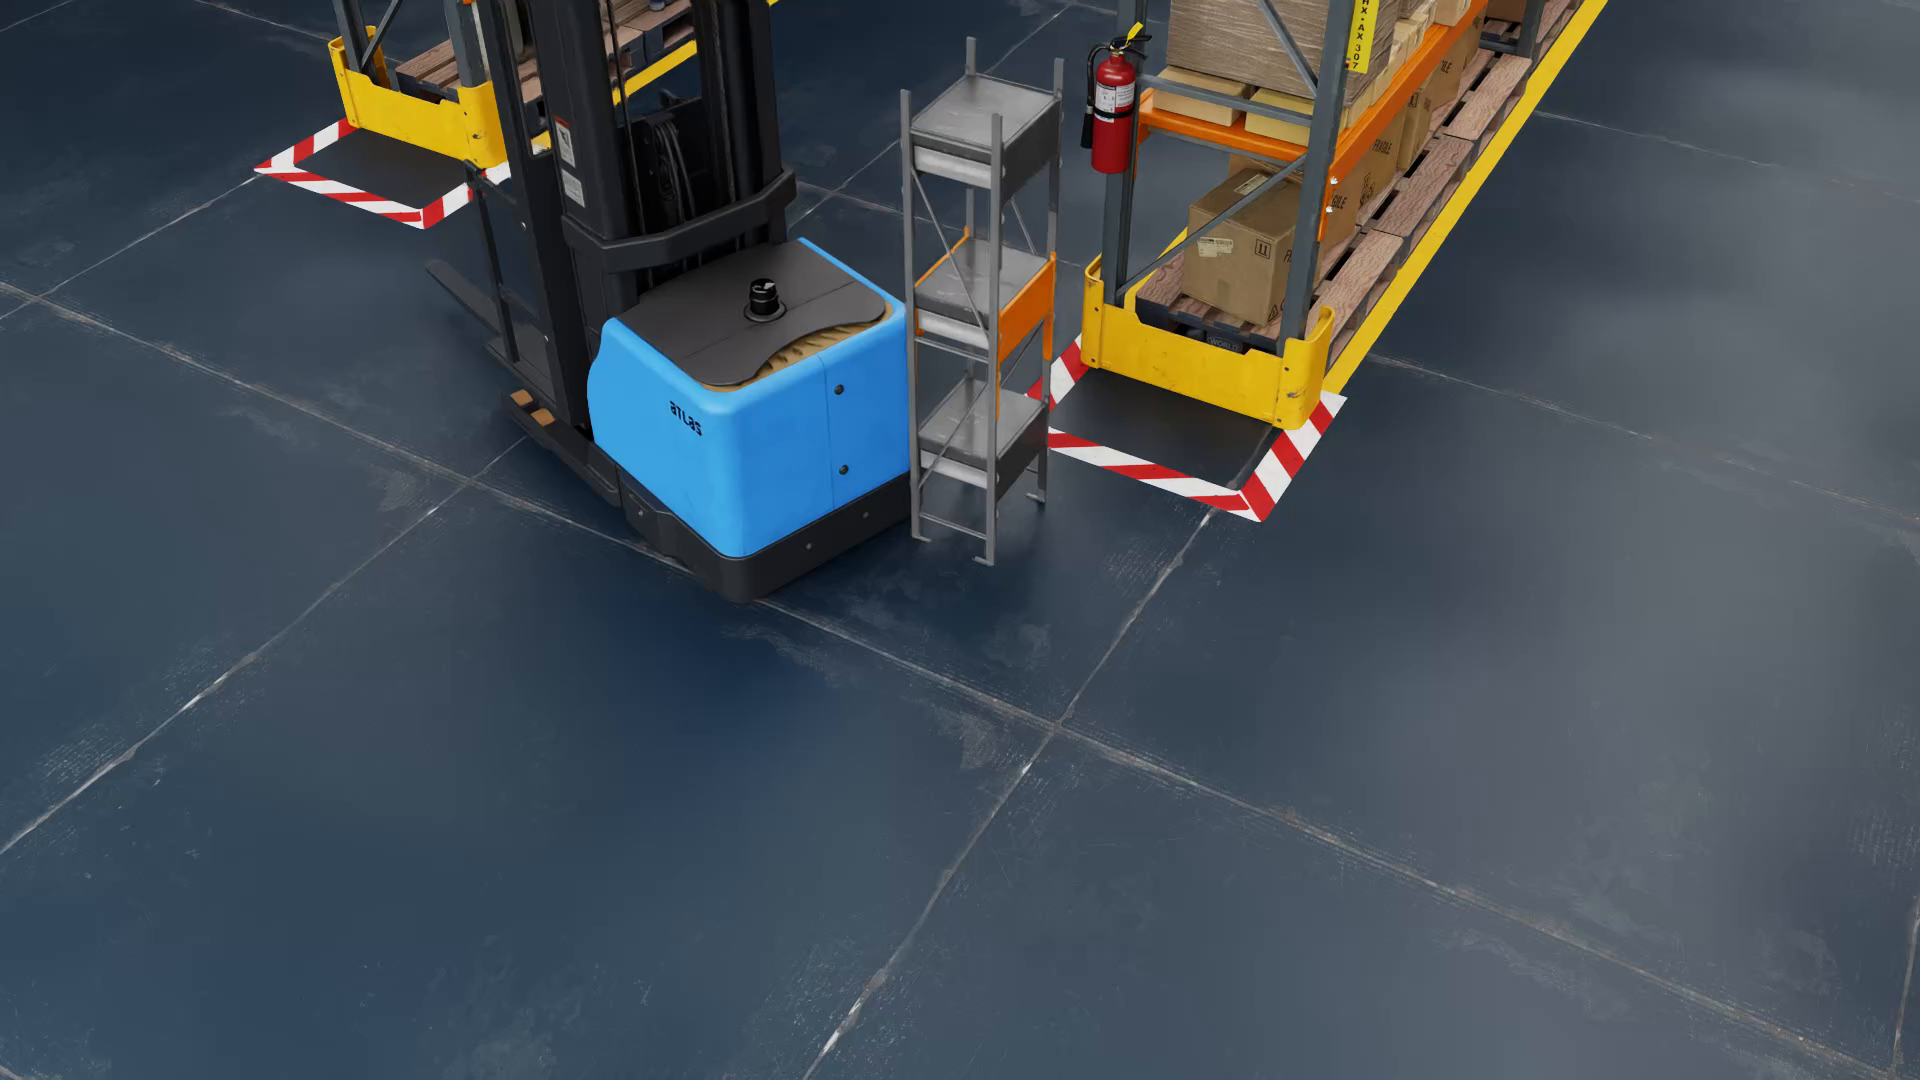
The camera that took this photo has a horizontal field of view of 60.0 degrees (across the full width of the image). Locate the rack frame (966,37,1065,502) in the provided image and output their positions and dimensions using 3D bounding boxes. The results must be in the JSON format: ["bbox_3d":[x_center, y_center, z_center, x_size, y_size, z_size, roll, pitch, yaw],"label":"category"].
[{"bbox_3d":[0.204,-1.023,6.822,0.400,2.100,0.015,20,45,21],"label":"rack frame"}]

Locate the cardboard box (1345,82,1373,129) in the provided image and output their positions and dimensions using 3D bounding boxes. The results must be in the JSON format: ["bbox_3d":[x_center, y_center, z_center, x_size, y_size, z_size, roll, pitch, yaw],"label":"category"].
[{"bbox_3d":[1.619,-2.001,7.443,0.380,0.149,0.250,21,45,22],"label":"cardboard box"}]

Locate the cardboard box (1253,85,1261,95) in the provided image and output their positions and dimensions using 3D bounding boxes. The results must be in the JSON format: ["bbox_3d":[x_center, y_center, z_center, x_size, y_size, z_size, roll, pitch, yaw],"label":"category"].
[{"bbox_3d":[1.217,-2.154,7.617,0.380,0.149,0.250,21,45,22],"label":"cardboard box"}]

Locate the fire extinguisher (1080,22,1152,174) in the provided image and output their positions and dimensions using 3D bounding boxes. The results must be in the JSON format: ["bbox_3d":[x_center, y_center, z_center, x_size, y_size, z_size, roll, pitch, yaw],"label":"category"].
[{"bbox_3d":[0.672,-1.932,7.233,0.296,0.674,0.183,21,45,22],"label":"fire extinguisher"}]

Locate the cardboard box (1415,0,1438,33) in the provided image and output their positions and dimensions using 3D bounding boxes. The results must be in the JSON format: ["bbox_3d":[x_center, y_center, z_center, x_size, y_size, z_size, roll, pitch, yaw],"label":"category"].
[{"bbox_3d":[2.097,-2.582,8.102,0.380,0.149,0.250,21,45,22],"label":"cardboard box"}]

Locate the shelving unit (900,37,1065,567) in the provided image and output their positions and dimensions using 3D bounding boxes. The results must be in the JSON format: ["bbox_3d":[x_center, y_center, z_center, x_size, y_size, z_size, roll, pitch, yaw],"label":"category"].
[{"bbox_3d":[0.086,-0.882,6.662,0.431,2.100,0.503,20,45,21],"label":"shelving unit"}]

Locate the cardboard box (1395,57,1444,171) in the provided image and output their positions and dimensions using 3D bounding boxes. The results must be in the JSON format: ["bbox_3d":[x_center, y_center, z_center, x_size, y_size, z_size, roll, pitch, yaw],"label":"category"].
[{"bbox_3d":[2.372,-2.456,9.343,0.500,0.500,0.500,17,44,18],"label":"cardboard box"}]

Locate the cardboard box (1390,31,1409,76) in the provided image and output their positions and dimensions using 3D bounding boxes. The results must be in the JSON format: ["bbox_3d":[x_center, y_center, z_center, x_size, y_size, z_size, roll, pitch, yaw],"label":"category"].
[{"bbox_3d":[1.864,-2.289,7.770,0.380,0.149,0.250,21,45,22],"label":"cardboard box"}]

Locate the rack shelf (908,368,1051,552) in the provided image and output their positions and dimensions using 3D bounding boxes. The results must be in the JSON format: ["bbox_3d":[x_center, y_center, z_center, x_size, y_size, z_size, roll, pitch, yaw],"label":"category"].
[{"bbox_3d":[0.087,-0.346,7.134,0.431,0.518,0.480,20,45,21],"label":"rack shelf"}]

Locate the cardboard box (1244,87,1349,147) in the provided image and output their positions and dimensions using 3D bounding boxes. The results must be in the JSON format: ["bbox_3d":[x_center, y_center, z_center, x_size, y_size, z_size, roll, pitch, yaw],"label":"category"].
[{"bbox_3d":[1.477,-1.865,7.288,0.380,0.149,0.250,21,45,22],"label":"cardboard box"}]

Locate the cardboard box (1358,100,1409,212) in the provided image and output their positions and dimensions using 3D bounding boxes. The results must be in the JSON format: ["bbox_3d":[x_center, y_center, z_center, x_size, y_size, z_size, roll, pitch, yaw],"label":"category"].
[{"bbox_3d":[2.054,-2.151,8.997,0.500,0.500,0.500,25,47,26],"label":"cardboard box"}]

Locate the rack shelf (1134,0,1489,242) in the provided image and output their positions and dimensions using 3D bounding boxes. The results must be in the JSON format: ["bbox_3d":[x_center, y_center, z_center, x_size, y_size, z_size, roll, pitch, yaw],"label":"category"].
[{"bbox_3d":[2.129,-2.749,8.646,1.077,0.370,4.000,21,45,22],"label":"rack shelf"}]

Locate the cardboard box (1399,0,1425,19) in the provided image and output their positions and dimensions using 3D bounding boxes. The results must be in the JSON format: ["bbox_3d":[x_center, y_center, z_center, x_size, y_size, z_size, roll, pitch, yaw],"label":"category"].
[{"bbox_3d":[1.861,-2.927,8.003,0.875,0.500,0.500,21,45,22],"label":"cardboard box"}]

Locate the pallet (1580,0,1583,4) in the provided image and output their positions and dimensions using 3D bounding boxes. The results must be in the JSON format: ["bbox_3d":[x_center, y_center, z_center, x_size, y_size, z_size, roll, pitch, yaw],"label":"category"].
[{"bbox_3d":[4.127,-4.264,11.932,1.003,0.211,1.213,21,45,22],"label":"pallet"}]

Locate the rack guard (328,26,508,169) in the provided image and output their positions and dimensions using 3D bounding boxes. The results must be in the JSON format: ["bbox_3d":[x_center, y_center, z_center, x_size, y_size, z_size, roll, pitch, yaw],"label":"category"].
[{"bbox_3d":[-3.163,-2.634,9.862,1.175,0.500,0.348,21,45,22],"label":"rack guard"}]

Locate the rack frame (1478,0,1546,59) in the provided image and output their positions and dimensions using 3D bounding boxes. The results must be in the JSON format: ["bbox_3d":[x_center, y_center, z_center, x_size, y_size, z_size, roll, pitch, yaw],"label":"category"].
[{"bbox_3d":[3.129,-4.163,9.708,1.000,3.000,0.127,21,45,22],"label":"rack frame"}]

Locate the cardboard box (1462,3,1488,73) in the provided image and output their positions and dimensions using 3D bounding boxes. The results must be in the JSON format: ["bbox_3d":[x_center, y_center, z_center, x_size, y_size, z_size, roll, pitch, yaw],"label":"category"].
[{"bbox_3d":[2.895,-3.167,10.151,0.500,0.500,0.500,20,45,21],"label":"cardboard box"}]

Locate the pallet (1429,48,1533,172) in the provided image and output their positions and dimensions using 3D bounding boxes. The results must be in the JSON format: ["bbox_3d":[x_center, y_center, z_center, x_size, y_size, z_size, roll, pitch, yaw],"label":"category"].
[{"bbox_3d":[2.824,-2.721,10.180,1.003,0.211,1.213,21,45,22],"label":"pallet"}]

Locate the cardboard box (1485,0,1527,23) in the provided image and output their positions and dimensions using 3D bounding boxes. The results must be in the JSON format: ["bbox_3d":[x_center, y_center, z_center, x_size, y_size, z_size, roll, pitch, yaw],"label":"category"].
[{"bbox_3d":[3.455,-3.735,10.780,0.700,0.500,0.500,18,44,19],"label":"cardboard box"}]

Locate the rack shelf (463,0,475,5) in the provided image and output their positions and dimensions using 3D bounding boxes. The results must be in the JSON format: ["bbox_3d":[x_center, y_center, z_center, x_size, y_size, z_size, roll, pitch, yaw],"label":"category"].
[{"bbox_3d":[-2.160,-4.387,10.506,1.077,0.370,4.000,21,45,22],"label":"rack shelf"}]

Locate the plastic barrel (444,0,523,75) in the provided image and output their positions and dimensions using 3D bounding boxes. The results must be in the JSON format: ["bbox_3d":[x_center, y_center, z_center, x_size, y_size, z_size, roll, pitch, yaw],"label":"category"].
[{"bbox_3d":[-2.897,-3.138,10.109,0.421,0.512,0.421,0,41,0],"label":"plastic barrel"}]

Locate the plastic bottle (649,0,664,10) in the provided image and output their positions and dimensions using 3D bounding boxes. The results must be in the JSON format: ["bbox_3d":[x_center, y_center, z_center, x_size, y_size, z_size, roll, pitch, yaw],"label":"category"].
[{"bbox_3d":[-1.983,-3.588,10.786,0.097,0.271,0.097,0,41,0],"label":"plastic bottle"}]

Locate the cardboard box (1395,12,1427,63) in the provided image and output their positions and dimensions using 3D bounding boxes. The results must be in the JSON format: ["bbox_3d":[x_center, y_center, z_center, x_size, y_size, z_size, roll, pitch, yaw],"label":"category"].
[{"bbox_3d":[1.995,-2.430,7.930,0.380,0.149,0.250,21,45,22],"label":"cardboard box"}]

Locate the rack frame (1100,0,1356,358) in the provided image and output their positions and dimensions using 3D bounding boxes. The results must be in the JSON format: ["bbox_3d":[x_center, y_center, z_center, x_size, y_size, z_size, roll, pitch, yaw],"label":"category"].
[{"bbox_3d":[1.128,-1.875,7.109,1.000,3.000,0.127,21,45,22],"label":"rack frame"}]

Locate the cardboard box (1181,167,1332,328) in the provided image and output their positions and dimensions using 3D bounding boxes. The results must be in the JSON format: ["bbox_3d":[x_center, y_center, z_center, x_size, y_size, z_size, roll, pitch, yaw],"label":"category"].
[{"bbox_3d":[1.455,-1.446,8.196,0.500,0.500,0.500,30,49,29],"label":"cardboard box"}]

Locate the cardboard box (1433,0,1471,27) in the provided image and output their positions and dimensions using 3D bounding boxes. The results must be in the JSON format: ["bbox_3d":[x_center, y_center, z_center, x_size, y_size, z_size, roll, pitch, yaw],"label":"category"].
[{"bbox_3d":[2.311,-2.691,8.226,0.380,0.149,0.250,21,45,22],"label":"cardboard box"}]

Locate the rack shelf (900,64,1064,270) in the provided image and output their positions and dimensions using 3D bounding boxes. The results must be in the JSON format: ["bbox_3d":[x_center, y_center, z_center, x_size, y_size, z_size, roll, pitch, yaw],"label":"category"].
[{"bbox_3d":[0.086,-1.397,6.208,0.431,0.518,0.480,20,45,21],"label":"rack shelf"}]

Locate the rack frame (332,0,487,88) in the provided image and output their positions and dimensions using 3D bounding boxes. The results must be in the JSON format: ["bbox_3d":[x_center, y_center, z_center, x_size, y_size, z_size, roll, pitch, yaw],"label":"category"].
[{"bbox_3d":[-3.160,-3.513,8.969,1.000,3.000,0.127,21,45,22],"label":"rack frame"}]

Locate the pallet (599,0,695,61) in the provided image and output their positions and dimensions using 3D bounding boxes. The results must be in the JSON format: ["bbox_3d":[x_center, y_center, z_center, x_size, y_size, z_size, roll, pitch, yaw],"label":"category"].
[{"bbox_3d":[-2.141,-3.684,11.273,1.003,0.211,1.213,21,45,22],"label":"pallet"}]

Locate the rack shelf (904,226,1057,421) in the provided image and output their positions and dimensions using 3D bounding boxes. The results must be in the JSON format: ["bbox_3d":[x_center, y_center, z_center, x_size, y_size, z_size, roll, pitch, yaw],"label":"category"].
[{"bbox_3d":[0.086,-0.872,6.671,0.431,0.518,0.480,20,45,21],"label":"rack shelf"}]

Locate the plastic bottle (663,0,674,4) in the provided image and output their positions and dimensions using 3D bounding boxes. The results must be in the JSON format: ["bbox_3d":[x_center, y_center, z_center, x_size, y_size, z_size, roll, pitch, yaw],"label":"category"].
[{"bbox_3d":[-1.932,-3.621,10.877,0.097,0.201,0.097,0,41,0],"label":"plastic bottle"}]

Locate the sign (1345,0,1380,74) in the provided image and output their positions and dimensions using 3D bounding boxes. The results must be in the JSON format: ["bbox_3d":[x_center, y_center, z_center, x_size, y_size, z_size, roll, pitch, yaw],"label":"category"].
[{"bbox_3d":[1.598,-2.020,6.619,0.100,0.325,0.005,21,45,22],"label":"sign"}]

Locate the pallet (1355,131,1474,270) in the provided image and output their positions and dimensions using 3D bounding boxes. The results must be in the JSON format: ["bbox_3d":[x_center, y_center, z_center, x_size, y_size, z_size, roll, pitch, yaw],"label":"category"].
[{"bbox_3d":[2.214,-2.020,9.384,1.003,0.211,1.213,21,45,22],"label":"pallet"}]

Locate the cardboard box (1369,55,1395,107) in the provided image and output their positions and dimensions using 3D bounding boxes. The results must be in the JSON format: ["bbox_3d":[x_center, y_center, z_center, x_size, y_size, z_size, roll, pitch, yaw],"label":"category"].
[{"bbox_3d":[1.757,-2.139,7.600,0.380,0.149,0.250,21,45,22],"label":"cardboard box"}]

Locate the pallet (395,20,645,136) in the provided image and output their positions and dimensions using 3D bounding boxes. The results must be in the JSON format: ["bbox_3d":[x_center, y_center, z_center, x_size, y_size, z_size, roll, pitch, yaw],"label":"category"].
[{"bbox_3d":[-2.752,-2.988,10.484,1.003,0.211,1.213,21,45,22],"label":"pallet"}]

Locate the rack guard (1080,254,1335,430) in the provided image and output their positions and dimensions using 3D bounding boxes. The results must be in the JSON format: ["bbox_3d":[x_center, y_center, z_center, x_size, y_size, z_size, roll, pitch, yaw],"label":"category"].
[{"bbox_3d":[1.166,-0.980,7.985,1.175,0.500,0.348,21,45,22],"label":"rack guard"}]

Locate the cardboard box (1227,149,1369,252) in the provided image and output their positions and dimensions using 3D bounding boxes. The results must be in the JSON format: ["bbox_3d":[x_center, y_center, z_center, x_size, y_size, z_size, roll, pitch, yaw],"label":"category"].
[{"bbox_3d":[1.724,-1.799,8.597,0.500,0.500,0.500,-33,51,-32],"label":"cardboard box"}]

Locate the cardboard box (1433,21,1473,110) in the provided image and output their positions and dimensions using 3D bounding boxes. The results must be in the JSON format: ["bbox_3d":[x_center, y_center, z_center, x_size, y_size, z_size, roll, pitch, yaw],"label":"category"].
[{"bbox_3d":[2.615,-2.837,9.776,0.500,0.500,0.500,-30,50,-30],"label":"cardboard box"}]

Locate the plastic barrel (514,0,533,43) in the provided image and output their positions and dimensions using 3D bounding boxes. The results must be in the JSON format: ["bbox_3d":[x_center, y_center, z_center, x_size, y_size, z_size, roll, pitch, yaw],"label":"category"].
[{"bbox_3d":[-2.646,-3.425,10.435,0.421,0.512,0.421,0,41,0],"label":"plastic barrel"}]

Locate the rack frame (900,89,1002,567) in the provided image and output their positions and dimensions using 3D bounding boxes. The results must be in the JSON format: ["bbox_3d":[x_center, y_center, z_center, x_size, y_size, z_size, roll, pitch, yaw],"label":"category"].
[{"bbox_3d":[-0.031,-0.740,6.502,0.400,2.100,0.015,20,45,21],"label":"rack frame"}]

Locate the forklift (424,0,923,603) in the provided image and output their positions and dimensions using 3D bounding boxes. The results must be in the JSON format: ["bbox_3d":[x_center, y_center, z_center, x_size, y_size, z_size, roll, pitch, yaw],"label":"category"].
[{"bbox_3d":[-1.505,-1.740,7.009,1.130,2.935,3.031,-30,49,-29],"label":"forklift"}]

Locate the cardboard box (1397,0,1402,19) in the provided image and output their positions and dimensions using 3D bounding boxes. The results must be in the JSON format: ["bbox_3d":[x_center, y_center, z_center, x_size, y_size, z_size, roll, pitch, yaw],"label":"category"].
[{"bbox_3d":[1.573,-2.655,7.695,0.875,0.500,0.500,21,45,22],"label":"cardboard box"}]

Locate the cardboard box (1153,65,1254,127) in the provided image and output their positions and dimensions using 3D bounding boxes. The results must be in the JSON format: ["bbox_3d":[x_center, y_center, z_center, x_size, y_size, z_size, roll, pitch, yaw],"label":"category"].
[{"bbox_3d":[1.092,-2.012,7.455,0.380,0.149,0.250,21,45,22],"label":"cardboard box"}]

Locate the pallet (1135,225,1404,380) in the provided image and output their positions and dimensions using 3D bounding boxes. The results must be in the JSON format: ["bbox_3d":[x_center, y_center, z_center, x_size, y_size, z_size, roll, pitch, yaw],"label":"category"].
[{"bbox_3d":[1.603,-1.325,8.595,1.003,0.211,1.213,21,45,22],"label":"pallet"}]

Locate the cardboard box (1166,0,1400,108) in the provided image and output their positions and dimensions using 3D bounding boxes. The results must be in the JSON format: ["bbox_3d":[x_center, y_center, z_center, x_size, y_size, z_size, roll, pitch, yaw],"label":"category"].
[{"bbox_3d":[1.427,-2.329,7.325,0.875,0.500,0.500,21,45,22],"label":"cardboard box"}]

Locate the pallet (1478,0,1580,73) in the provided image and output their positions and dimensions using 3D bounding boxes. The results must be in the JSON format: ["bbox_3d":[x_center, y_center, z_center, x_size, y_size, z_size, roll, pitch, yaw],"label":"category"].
[{"bbox_3d":[3.518,-3.563,11.136,1.003,0.211,1.213,21,45,22],"label":"pallet"}]
